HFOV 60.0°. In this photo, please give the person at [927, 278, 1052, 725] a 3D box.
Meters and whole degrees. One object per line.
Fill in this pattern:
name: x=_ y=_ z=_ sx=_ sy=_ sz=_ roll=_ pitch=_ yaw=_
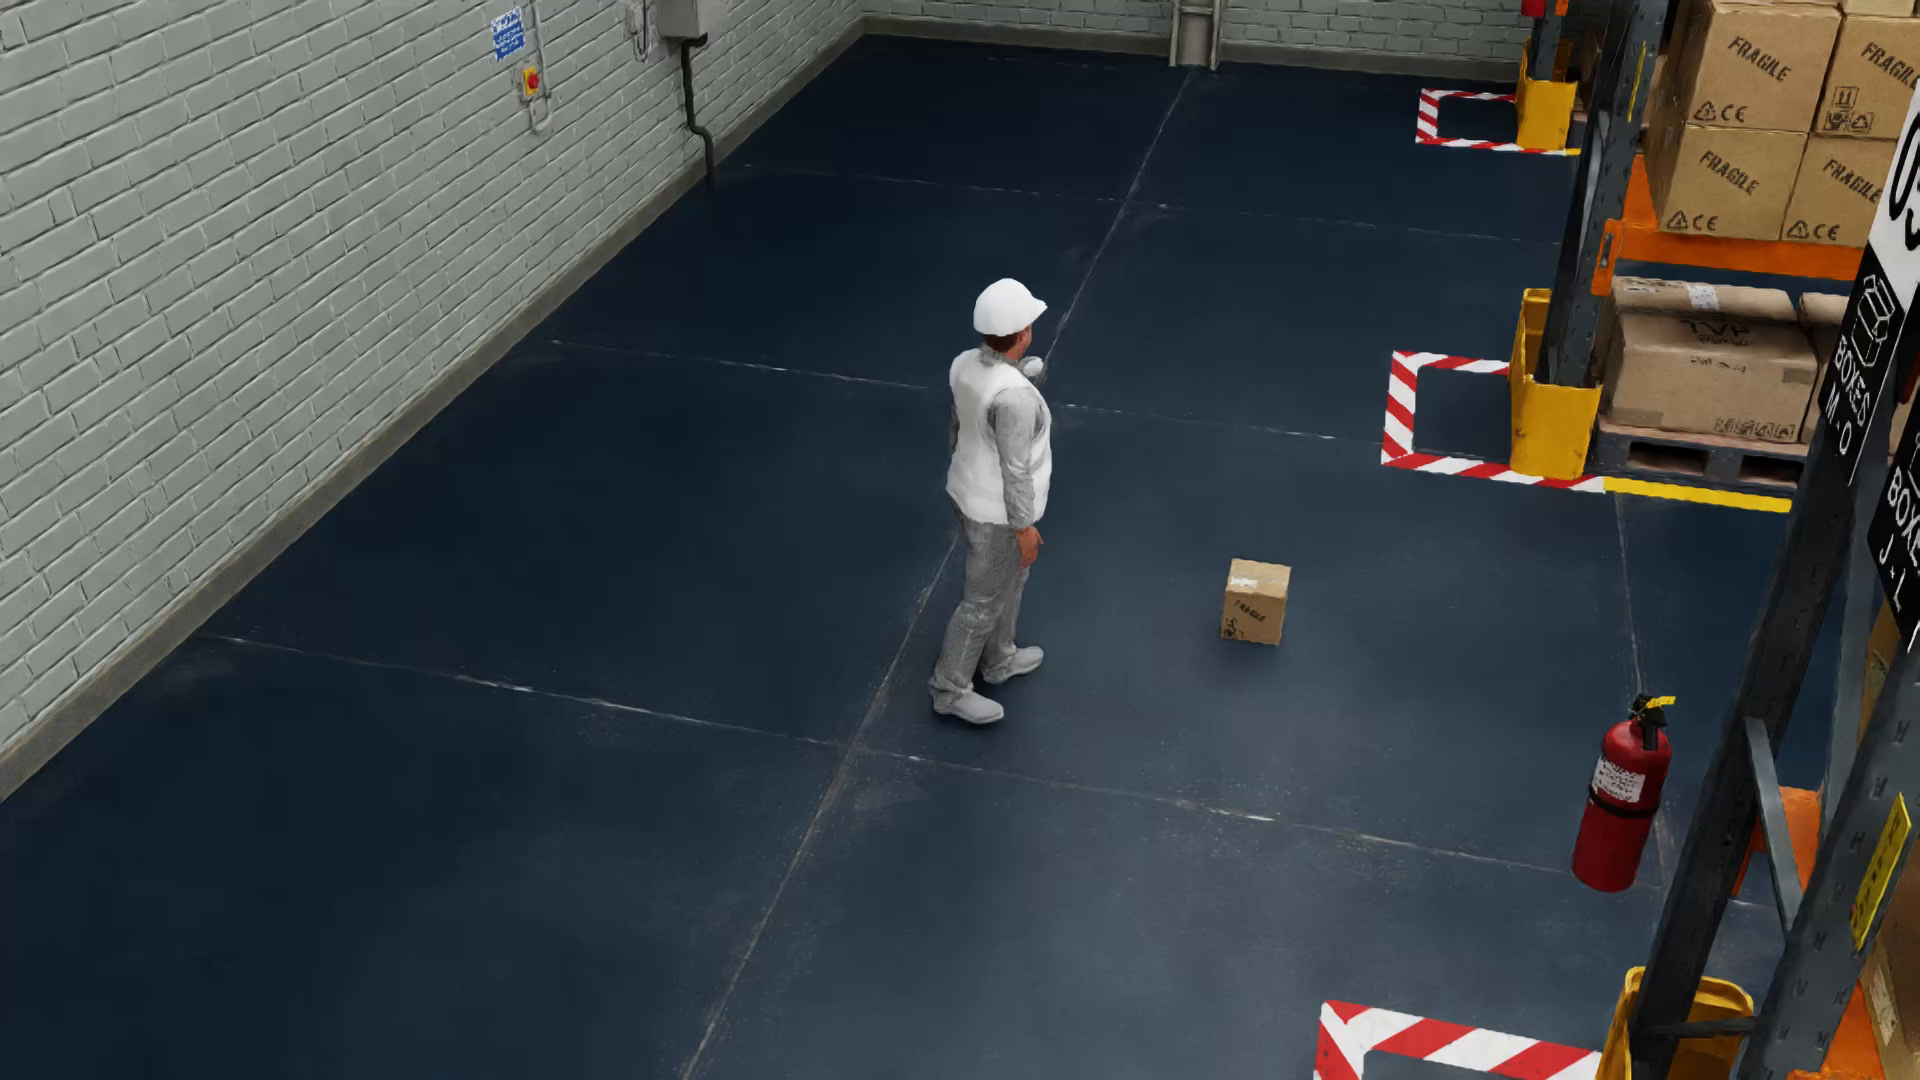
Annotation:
person: x=0.117 y=-0.145 z=6.344 sx=0.561 sy=1.764 sz=0.559 roll=-10 pitch=34 yaw=-16
